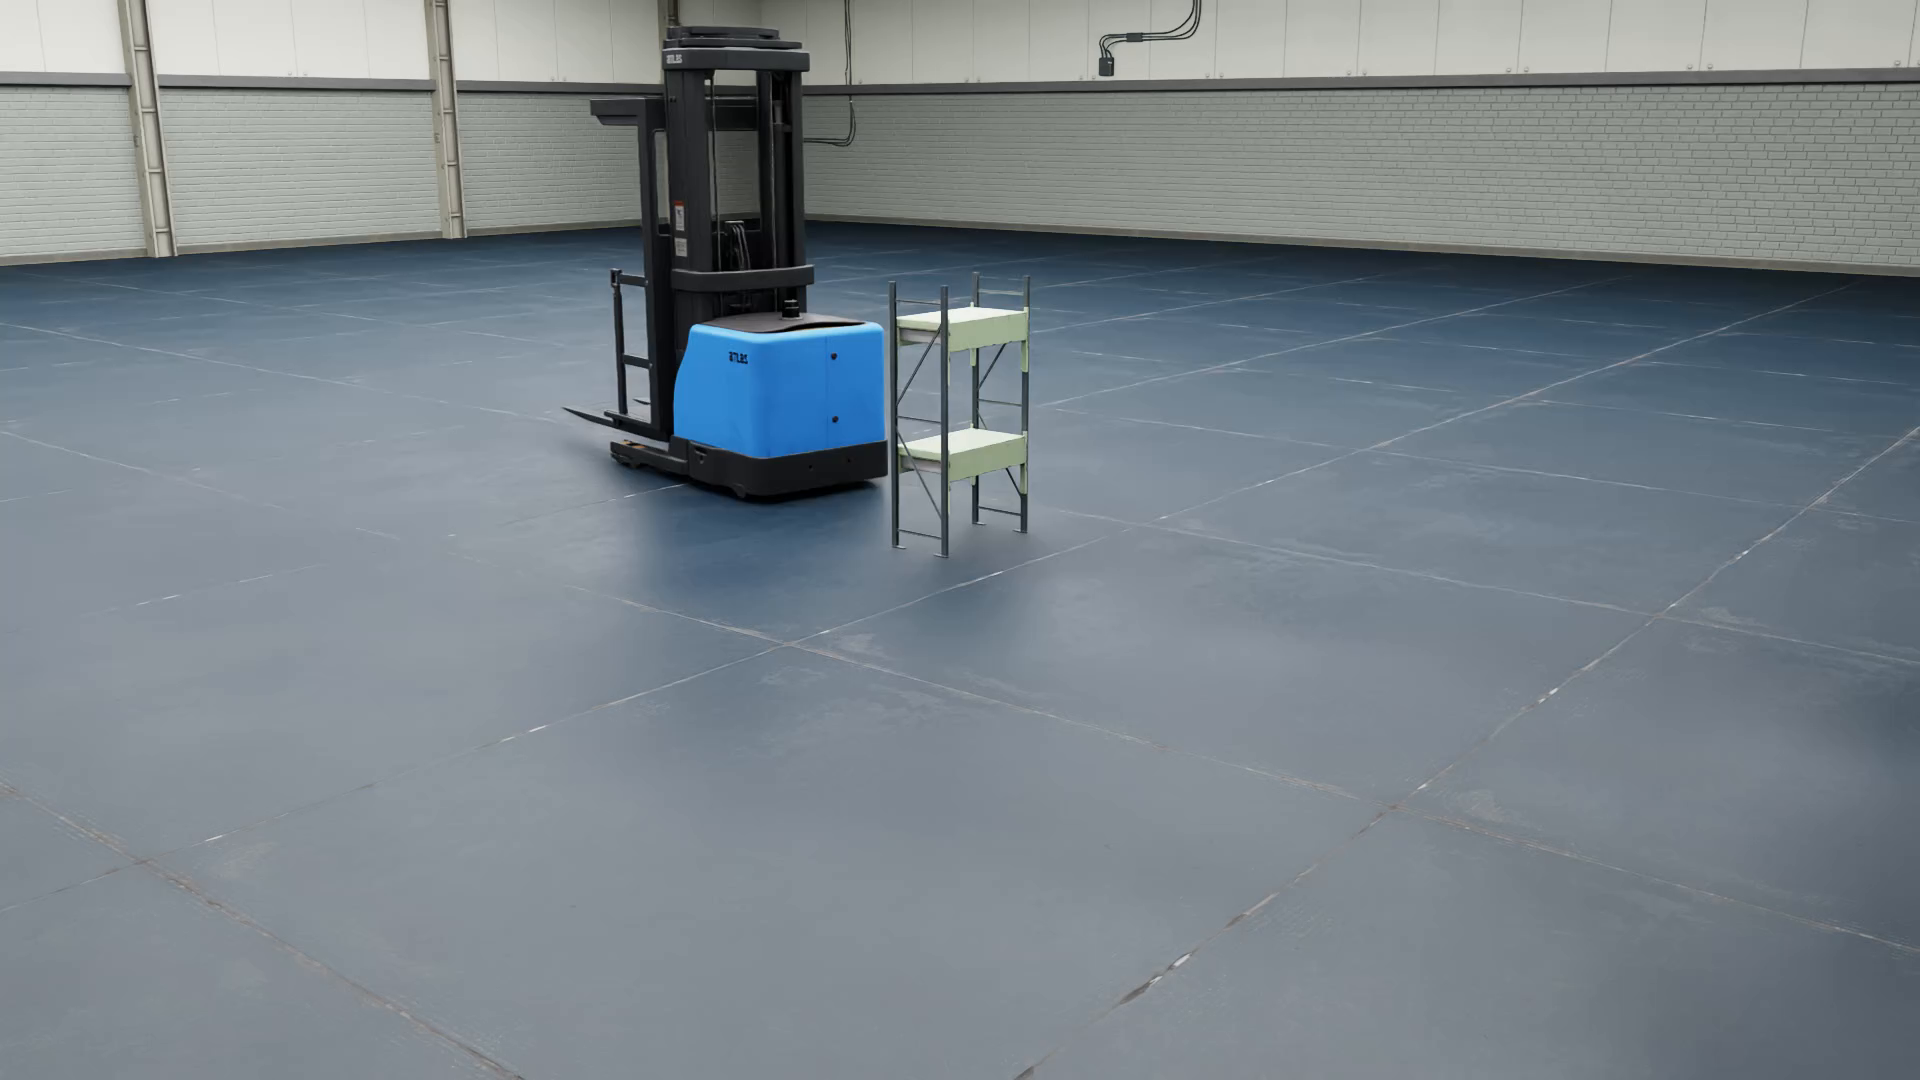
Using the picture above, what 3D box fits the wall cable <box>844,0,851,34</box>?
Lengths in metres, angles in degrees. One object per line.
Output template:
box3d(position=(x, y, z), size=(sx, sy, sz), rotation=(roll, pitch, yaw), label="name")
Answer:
box3d(position=(-1.530, -12.545, 36.777), size=(3.097, 2.526, 0.112), rotation=(11, 18, 38), label="wall cable")

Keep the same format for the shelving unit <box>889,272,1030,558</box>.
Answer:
box3d(position=(0.004, -0.728, 9.443), size=(0.431, 1.500, 0.755), rotation=(11, 18, 38), label="shelving unit")

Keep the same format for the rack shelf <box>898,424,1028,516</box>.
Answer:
box3d(position=(0.004, -0.412, 9.524), size=(0.431, 0.370, 0.720), rotation=(11, 18, 38), label="rack shelf")

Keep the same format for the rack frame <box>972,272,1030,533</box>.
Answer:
box3d(position=(0.234, -0.798, 9.719), size=(0.400, 1.500, 0.023), rotation=(11, 18, 38), label="rack frame")

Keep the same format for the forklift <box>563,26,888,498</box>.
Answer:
box3d(position=(-1.809, -1.986, 11.487), size=(1.130, 2.935, 3.031), rotation=(-12, 18, -38), label="forklift")

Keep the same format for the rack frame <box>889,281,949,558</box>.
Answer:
box3d(position=(-0.226, -0.658, 9.167), size=(0.400, 1.500, 0.023), rotation=(11, 18, 38), label="rack frame")

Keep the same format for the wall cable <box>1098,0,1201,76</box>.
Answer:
box3d(position=(3.740, -12.197, 32.451), size=(2.305, 6.003, 0.169), rotation=(11, 18, 38), label="wall cable")

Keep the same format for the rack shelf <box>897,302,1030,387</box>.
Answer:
box3d(position=(0.004, -1.106, 9.347), size=(0.431, 0.370, 0.720), rotation=(11, 18, 38), label="rack shelf")

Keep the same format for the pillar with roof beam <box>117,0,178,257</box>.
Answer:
box3d(position=(-10.708, -8.697, 25.580), size=(9.100, 9.000, 0.400), rotation=(11, 18, 38), label="pillar with roof beam")

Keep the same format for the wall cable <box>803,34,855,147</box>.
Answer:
box3d(position=(-3.634, -10.516, 39.047), size=(3.097, 2.526, 0.112), rotation=(11, 18, 38), label="wall cable")

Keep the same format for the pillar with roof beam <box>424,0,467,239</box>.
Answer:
box3d(position=(-6.937, -9.846, 30.103), size=(9.100, 9.000, 0.400), rotation=(11, 18, 38), label="pillar with roof beam")

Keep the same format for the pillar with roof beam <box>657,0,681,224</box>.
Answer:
box3d(position=(-3.166, -10.995, 34.627), size=(9.100, 9.000, 0.400), rotation=(11, 18, 38), label="pillar with roof beam")
